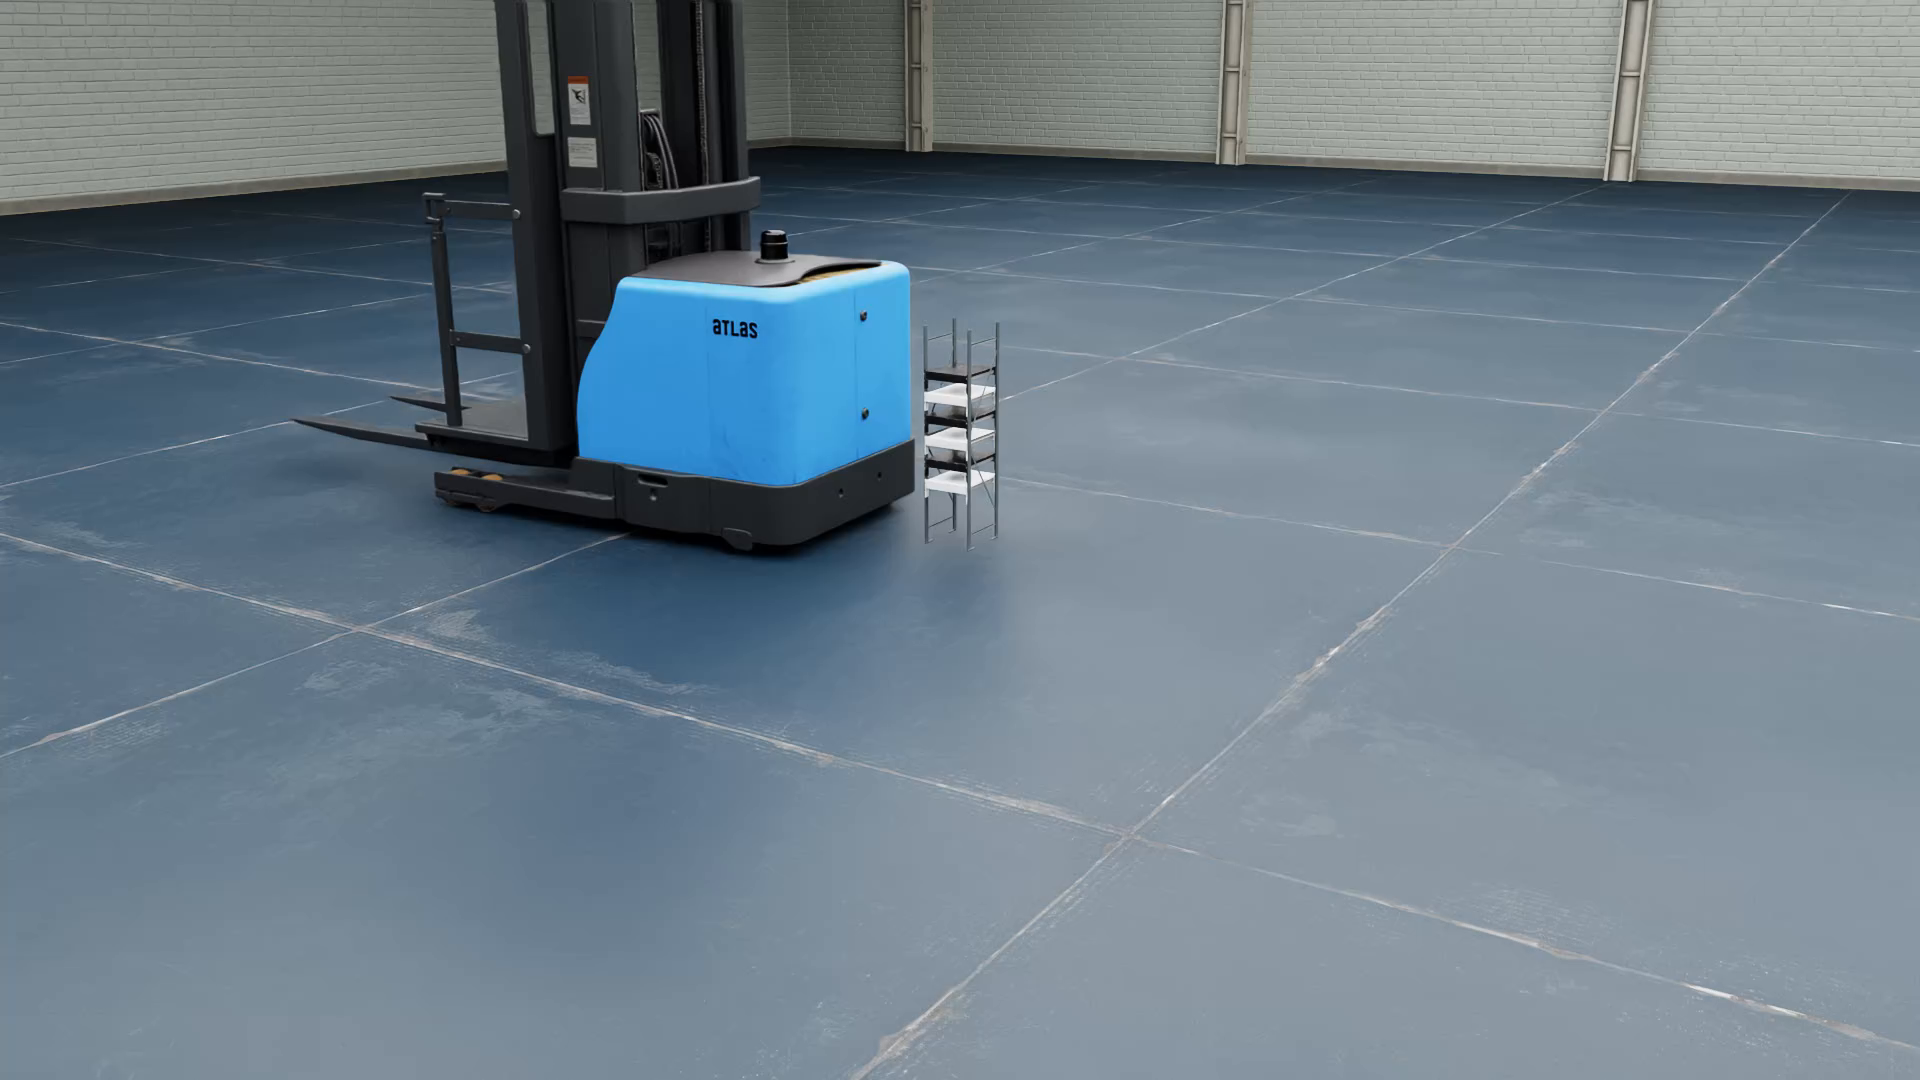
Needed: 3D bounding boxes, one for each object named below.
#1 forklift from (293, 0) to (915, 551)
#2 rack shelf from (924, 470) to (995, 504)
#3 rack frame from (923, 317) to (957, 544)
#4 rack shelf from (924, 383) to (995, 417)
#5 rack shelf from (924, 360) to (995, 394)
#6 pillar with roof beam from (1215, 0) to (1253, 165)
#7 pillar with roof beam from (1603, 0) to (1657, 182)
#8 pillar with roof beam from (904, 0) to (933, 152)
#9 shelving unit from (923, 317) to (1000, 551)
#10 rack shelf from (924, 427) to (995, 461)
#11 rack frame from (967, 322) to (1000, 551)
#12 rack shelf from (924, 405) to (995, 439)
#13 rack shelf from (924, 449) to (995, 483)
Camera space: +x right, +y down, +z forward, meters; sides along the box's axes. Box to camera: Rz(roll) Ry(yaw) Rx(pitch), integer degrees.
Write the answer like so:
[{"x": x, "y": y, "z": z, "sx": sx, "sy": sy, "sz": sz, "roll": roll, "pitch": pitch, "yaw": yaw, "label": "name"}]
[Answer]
[{"x": -1.741, "y": -1.646, "z": 7.257, "sx": 3.031, "sy": 2.935, "sz": 1.130, "roll": 9, "pitch": 19, "yaw": 28, "label": "forklift"}, {"x": 0.007, "y": -0.225, "z": 6.808, "sx": 0.200, "sy": 0.077, "sz": 0.258, "roll": 10, "pitch": 20, "yaw": 30, "label": "rack shelf"}, {"x": -0.080, "y": -0.445, "z": 6.797, "sx": 0.006, "sy": 0.900, "sz": 0.240, "roll": 10, "pitch": 20, "yaw": 30, "label": "rack frame"}, {"x": 0.007, "y": -0.570, "z": 6.704, "sx": 0.200, "sy": 0.077, "sz": 0.258, "roll": 10, "pitch": 20, "yaw": 30, "label": "rack shelf"}, {"x": 0.007, "y": -0.656, "z": 6.678, "sx": 0.200, "sy": 0.077, "sz": 0.258, "roll": 10, "pitch": 20, "yaw": 30, "label": "rack shelf"}, {"x": 2.128, "y": -9.331, "z": 22.118, "sx": 0.400, "sy": 9.000, "sz": 9.100, "roll": 10, "pitch": 20, "yaw": 30, "label": "pillar with roof beam"}, {"x": 7.241, "y": -8.419, "z": 19.114, "sx": 0.400, "sy": 9.000, "sz": 9.100, "roll": 10, "pitch": 20, "yaw": 30, "label": "pillar with roof beam"}, {"x": -2.984, "y": -10.244, "z": 25.123, "sx": 0.400, "sy": 9.000, "sz": 9.100, "roll": 10, "pitch": 20, "yaw": 30, "label": "pillar with roof beam"}, {"x": 0.007, "y": -0.429, "z": 6.746, "sx": 0.210, "sy": 0.900, "sz": 0.258, "roll": 10, "pitch": 20, "yaw": 30, "label": "shelving unit"}, {"x": 0.007, "y": -0.397, "z": 6.756, "sx": 0.200, "sy": 0.077, "sz": 0.258, "roll": 10, "pitch": 20, "yaw": 30, "label": "rack shelf"}, {"x": 0.094, "y": -0.414, "z": 6.695, "sx": 0.006, "sy": 0.900, "sz": 0.240, "roll": 10, "pitch": 20, "yaw": 30, "label": "rack frame"}, {"x": 0.007, "y": -0.484, "z": 6.730, "sx": 0.200, "sy": 0.077, "sz": 0.258, "roll": 10, "pitch": 20, "yaw": 30, "label": "rack shelf"}, {"x": 0.007, "y": -0.311, "z": 6.782, "sx": 0.200, "sy": 0.077, "sz": 0.258, "roll": 10, "pitch": 20, "yaw": 30, "label": "rack shelf"}]
